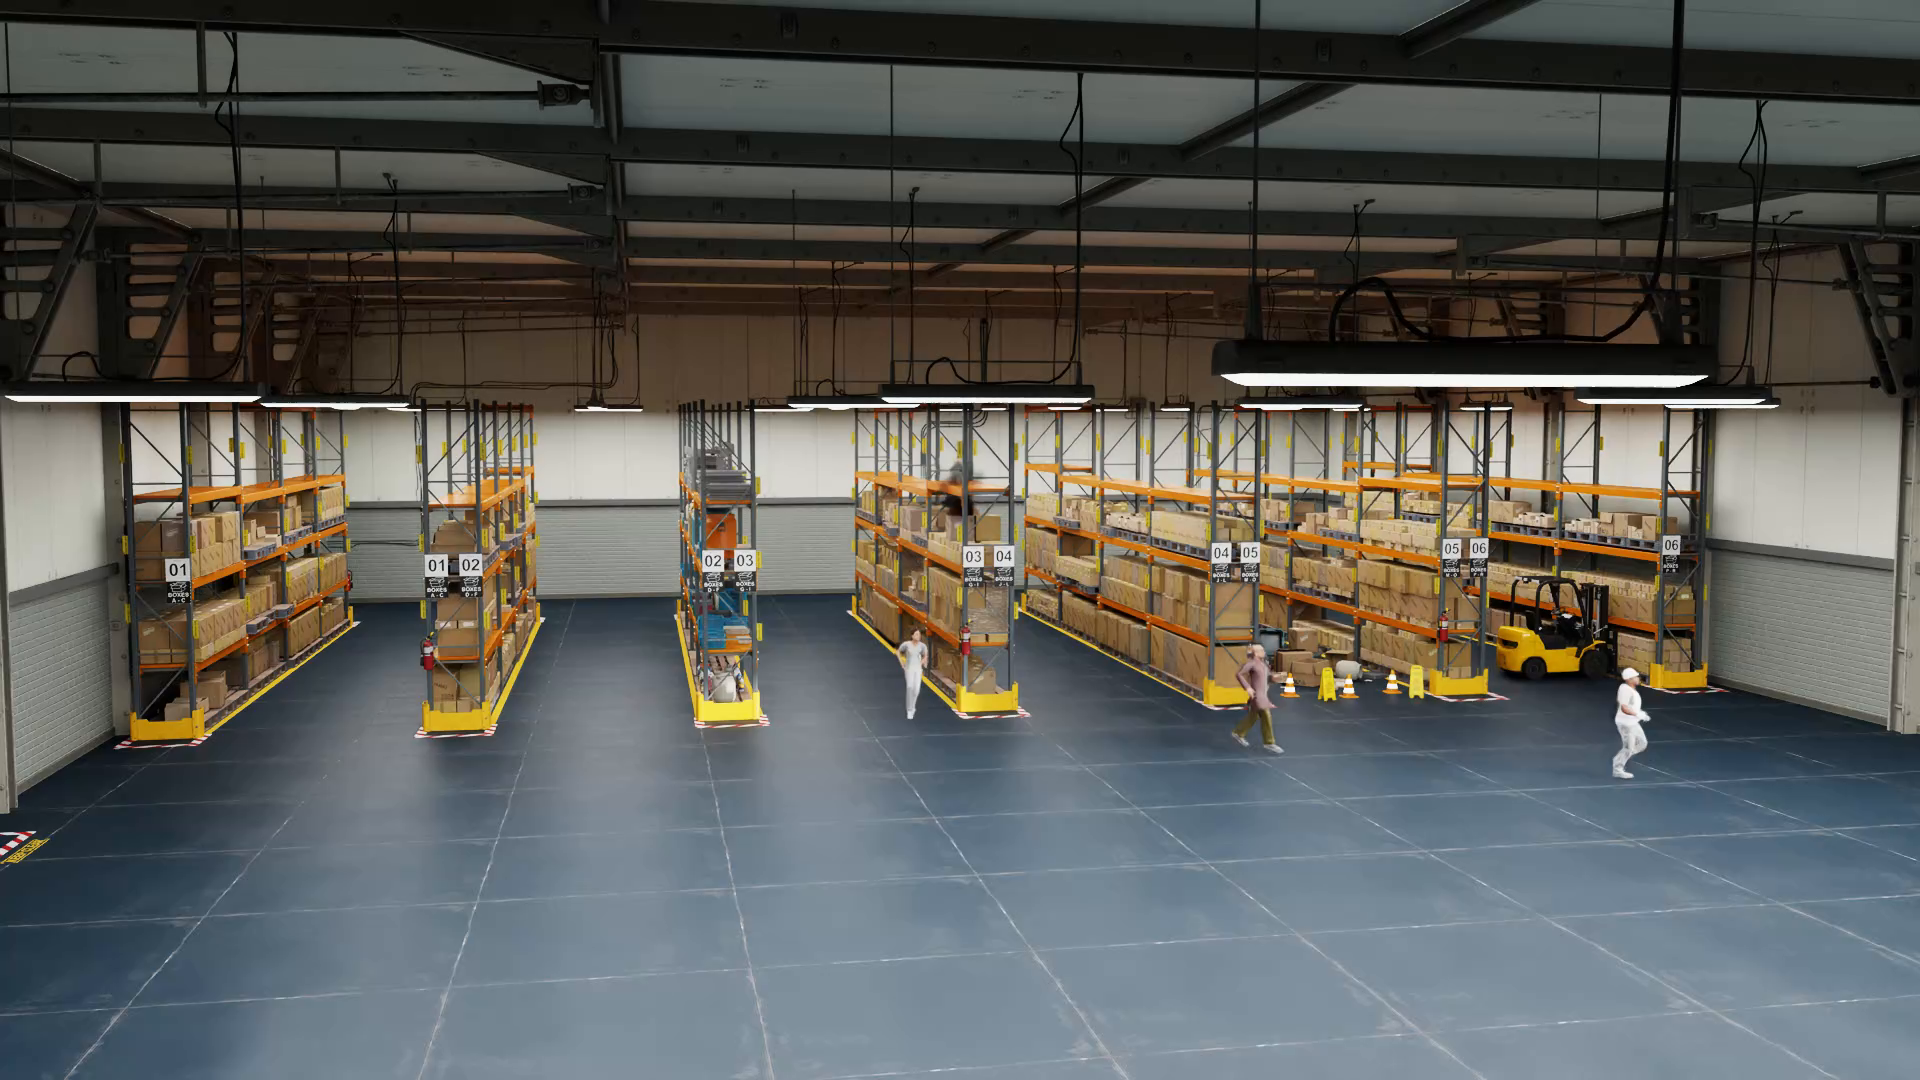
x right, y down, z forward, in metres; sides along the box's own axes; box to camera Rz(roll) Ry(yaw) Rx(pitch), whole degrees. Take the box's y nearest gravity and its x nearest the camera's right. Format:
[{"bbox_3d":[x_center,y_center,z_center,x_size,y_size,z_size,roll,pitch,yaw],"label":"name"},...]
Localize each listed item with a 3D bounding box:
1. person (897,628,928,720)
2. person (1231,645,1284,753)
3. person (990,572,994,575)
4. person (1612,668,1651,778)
[{"bbox_3d":[-0.878,2.516,31.560,0.567,1.703,0.785,-2,5,-19],"label":"person"},{"bbox_3d":[5.062,2.672,28.269,0.993,1.795,0.694,2,5,29],"label":"person"},{"bbox_3d":[0.677,1.272,48.309,0.640,1.624,0.738,1,4,16],"label":"person"},{"bbox_3d":[10.532,2.875,26.064,0.580,1.741,0.679,3,5,31],"label":"person"}]
